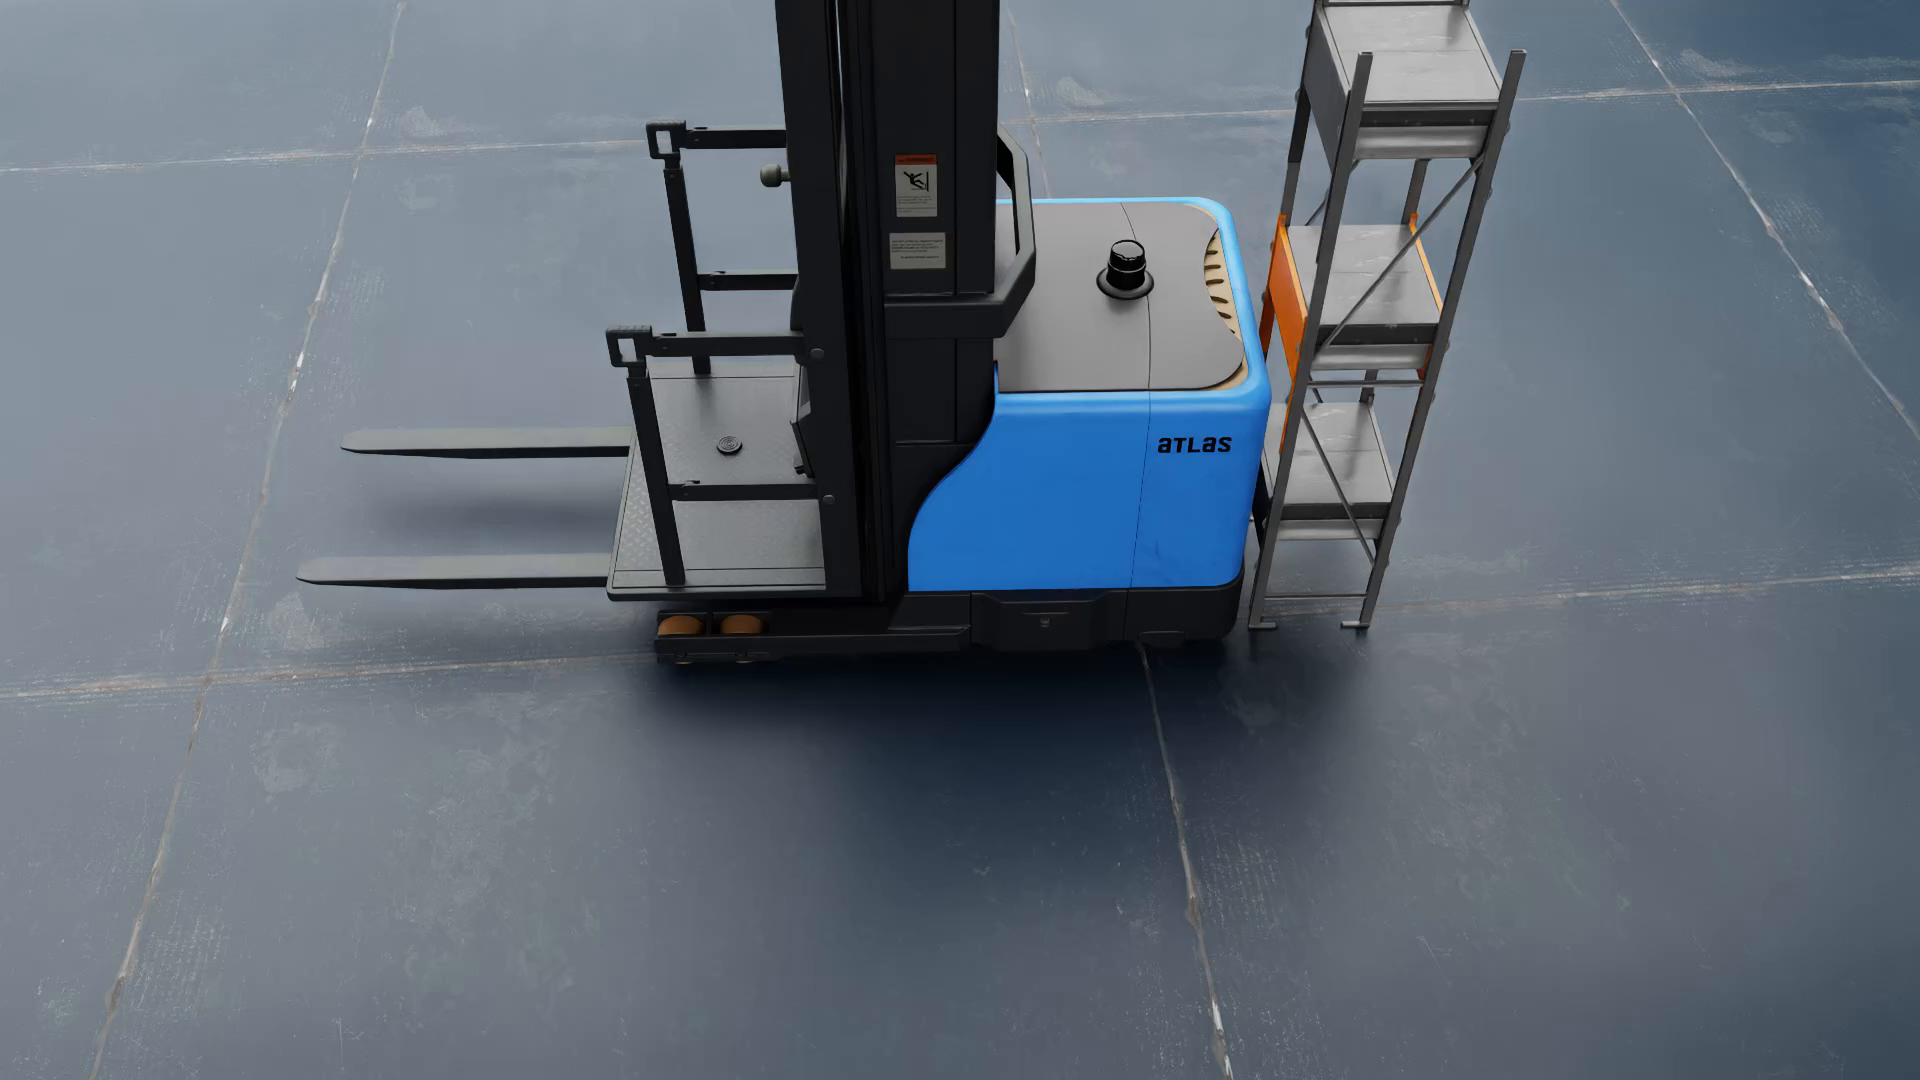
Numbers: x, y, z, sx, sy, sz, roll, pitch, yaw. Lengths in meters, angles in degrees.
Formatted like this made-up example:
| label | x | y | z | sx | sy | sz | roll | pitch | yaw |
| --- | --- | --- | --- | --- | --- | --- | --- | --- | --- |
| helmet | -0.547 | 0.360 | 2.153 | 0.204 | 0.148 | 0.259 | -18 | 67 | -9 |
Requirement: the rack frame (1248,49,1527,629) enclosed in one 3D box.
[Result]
| label | x | y | z | sx | sy | sz | roll | pitch | yaw |
| --- | --- | --- | --- | --- | --- | --- | --- | --- | --- |
| rack frame | 1.149 | -0.439 | 4.720 | 0.400 | 2.100 | 0.015 | -1 | 47 | -1 |

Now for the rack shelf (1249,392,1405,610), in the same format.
| label | x | y | z | sx | sy | sz | roll | pitch | yaw |
| --- | --- | --- | --- | --- | --- | --- | --- | --- | --- |
| rack shelf | 1.143 | -0.126 | 5.406 | 0.431 | 0.518 | 0.480 | -1 | 47 | -1 |

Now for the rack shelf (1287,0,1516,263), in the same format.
| label | x | y | z | sx | sy | sz | roll | pitch | yaw |
| --- | --- | --- | --- | --- | --- | --- | --- | --- | --- |
| rack shelf | 1.143 | -1.088 | 4.389 | 0.431 | 0.518 | 0.480 | -1 | 47 | -1 |

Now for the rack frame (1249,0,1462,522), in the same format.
| label | x | y | z | sx | sy | sz | roll | pitch | yaw |
| --- | --- | --- | --- | --- | --- | --- | --- | --- | --- |
| rack frame | 1.138 | -0.793 | 5.055 | 0.400 | 2.100 | 0.015 | -1 | 47 | -1 |

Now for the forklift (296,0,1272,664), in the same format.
| label | x | y | z | sx | sy | sz | roll | pitch | yaw |
| --- | --- | --- | --- | --- | --- | --- | --- | --- | --- |
| forklift | -0.624 | -0.998 | 4.677 | 3.031 | 2.935 | 1.130 | -1 | 47 | -1 |

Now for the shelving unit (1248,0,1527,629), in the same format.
| label | x | y | z | sx | sy | sz | roll | pitch | yaw |
| --- | --- | --- | --- | --- | --- | --- | --- | --- | --- |
| shelving unit | 1.143 | -0.616 | 4.888 | 0.431 | 2.100 | 0.503 | -1 | 47 | -1 |

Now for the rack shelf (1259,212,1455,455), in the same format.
| label | x | y | z | sx | sy | sz | roll | pitch | yaw |
| --- | --- | --- | --- | --- | --- | --- | --- | --- | --- |
| rack shelf | 1.143 | -0.607 | 4.897 | 0.431 | 0.518 | 0.480 | -1 | 47 | -1 |
